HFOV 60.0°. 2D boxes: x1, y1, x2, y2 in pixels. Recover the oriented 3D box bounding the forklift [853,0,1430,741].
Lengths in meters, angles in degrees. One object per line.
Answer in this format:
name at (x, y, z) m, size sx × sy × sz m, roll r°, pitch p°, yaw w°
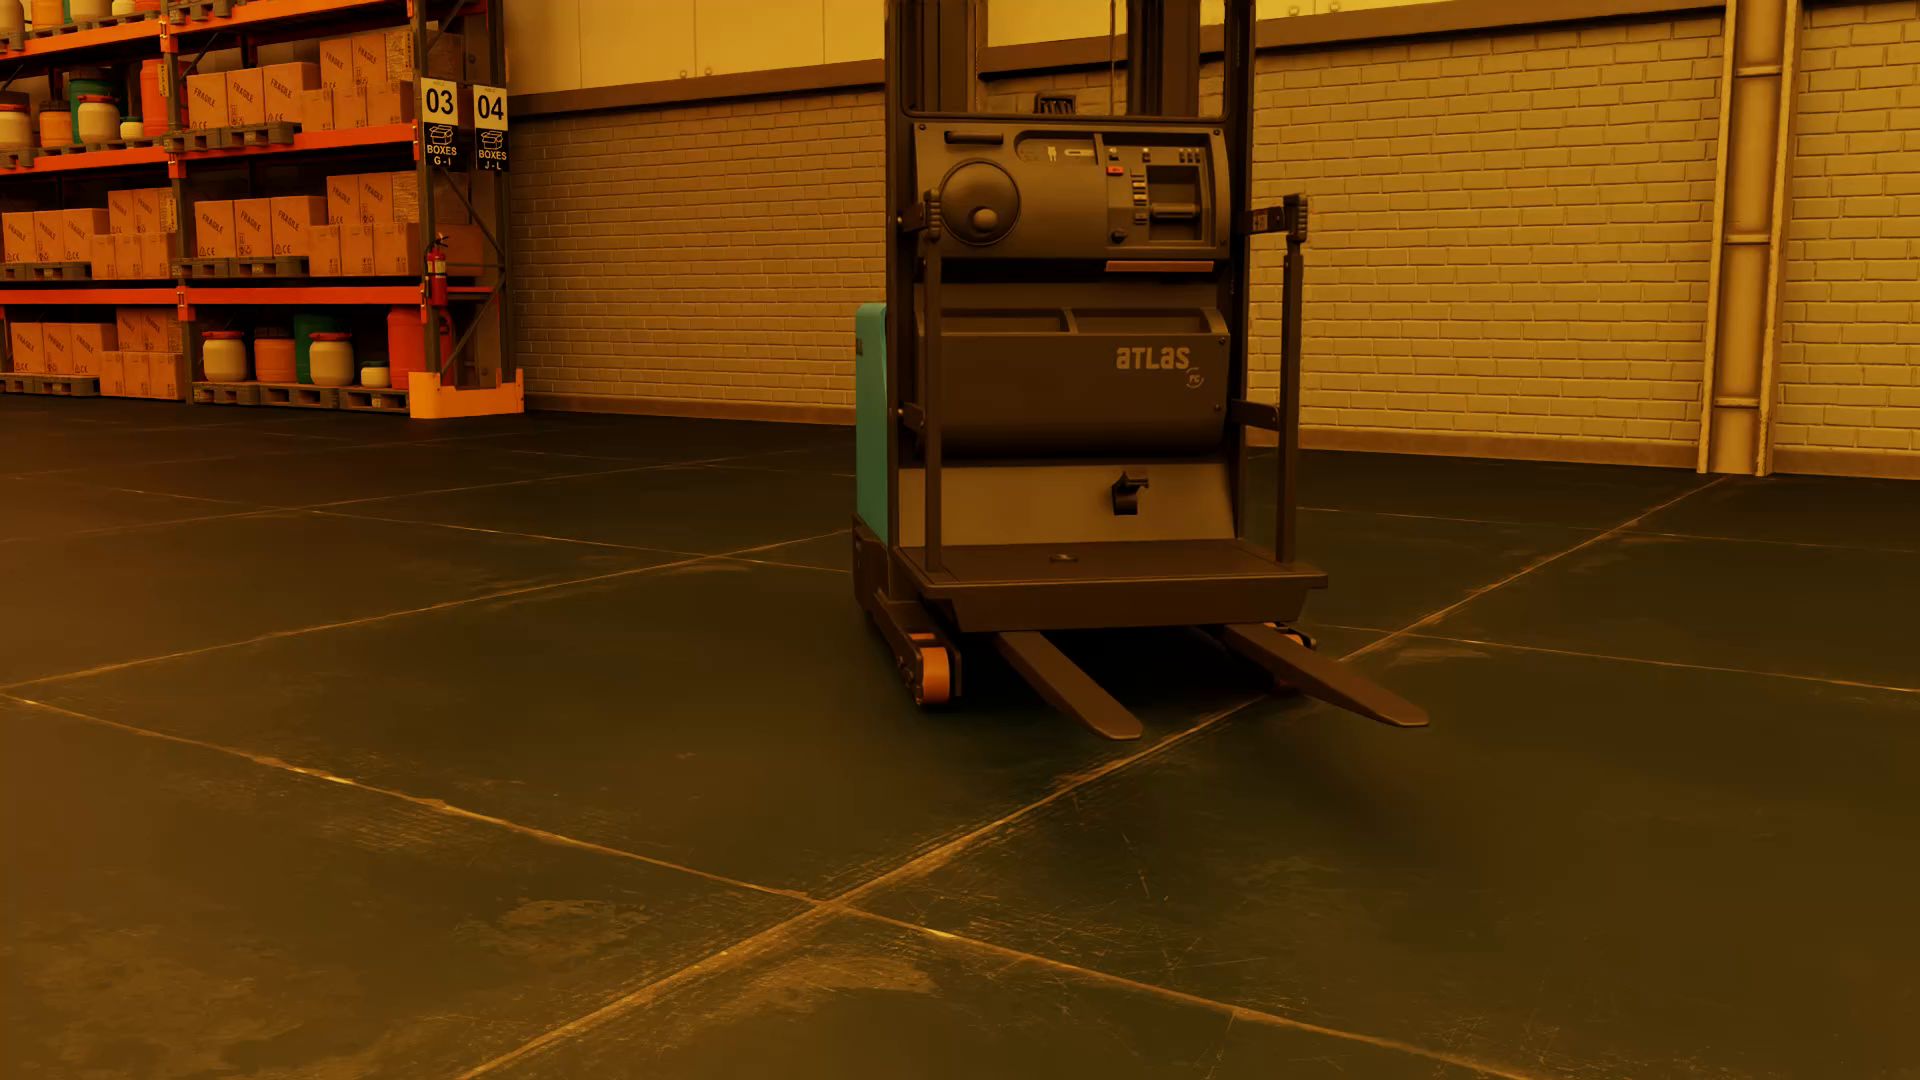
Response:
forklift at (0.368, -1.058, 4.632) m, size 1.130 × 2.935 × 3.031 m, roll -1°, pitch 8°, yaw -10°
